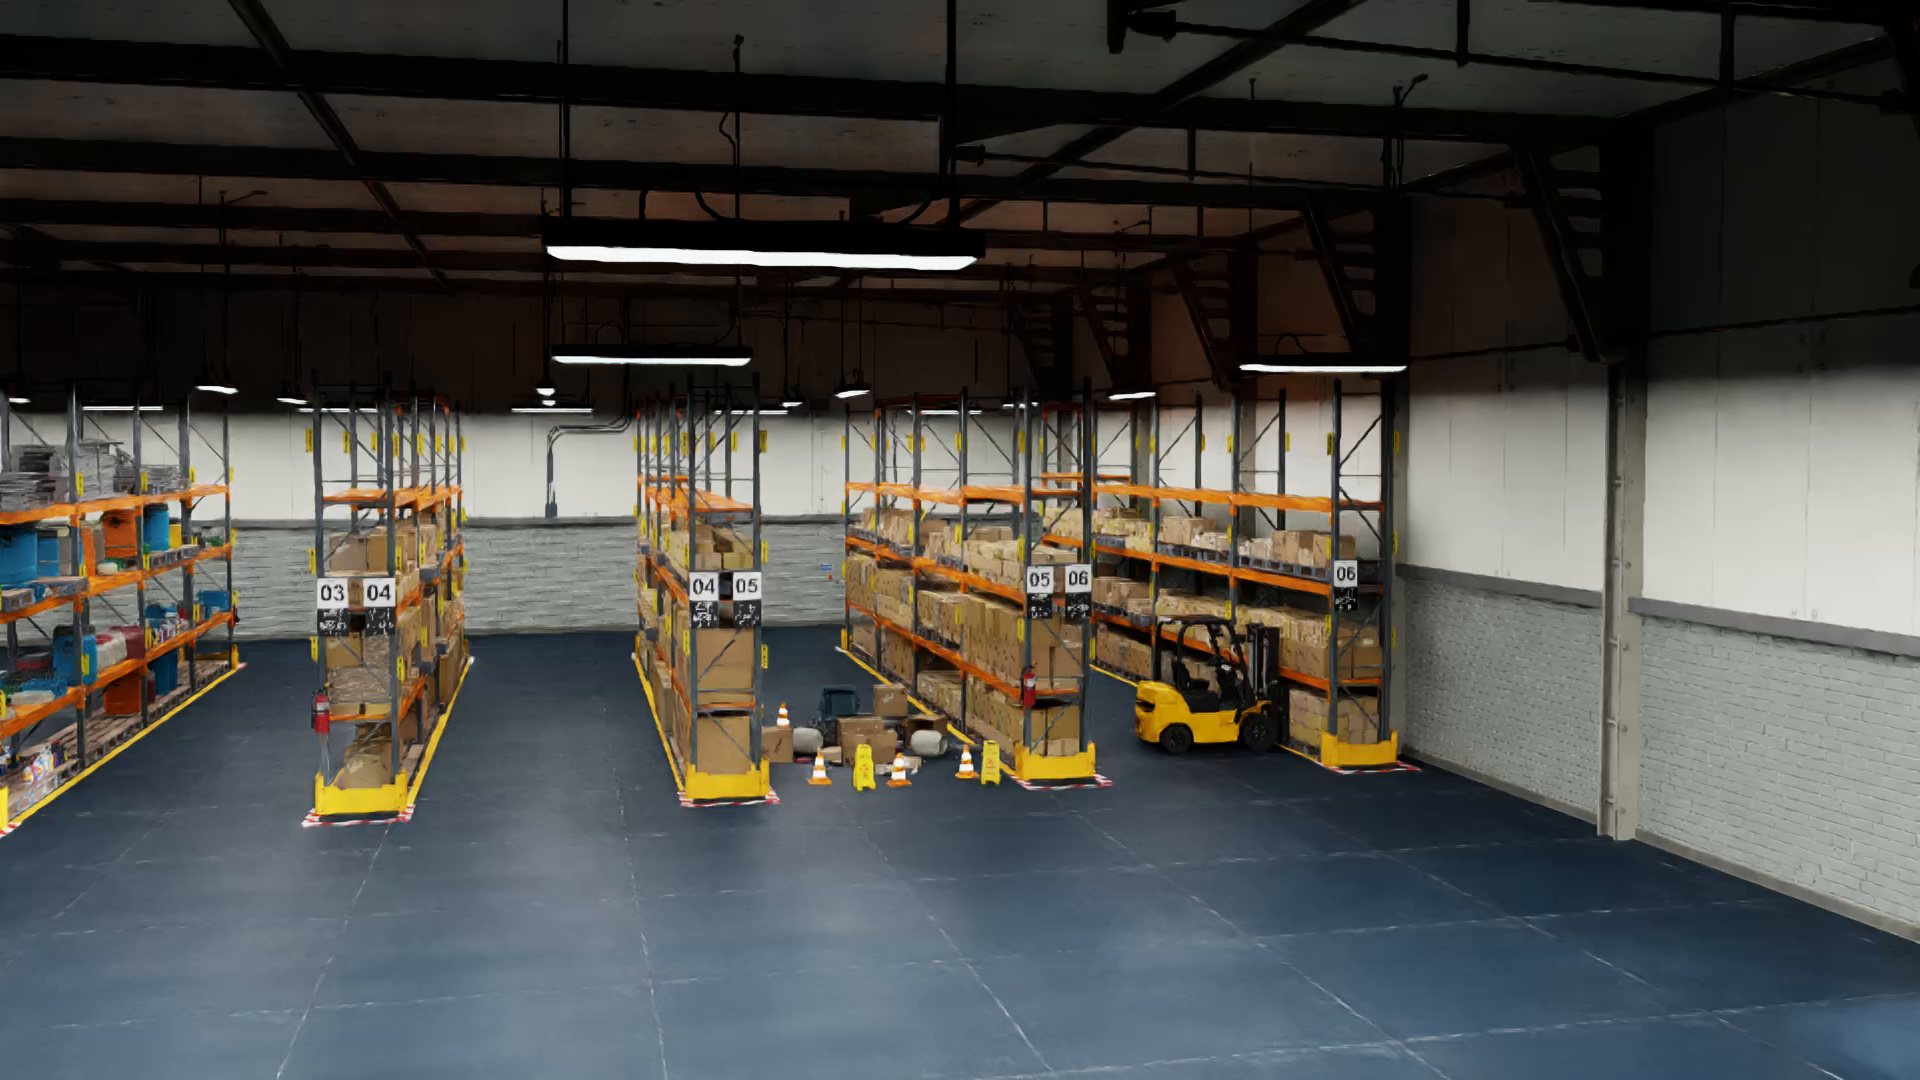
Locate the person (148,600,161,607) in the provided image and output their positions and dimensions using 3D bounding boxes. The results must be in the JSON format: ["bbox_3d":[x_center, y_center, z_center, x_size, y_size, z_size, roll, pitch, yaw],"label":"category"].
[{"bbox_3d":[-17.199,2.113,35.500,0.549,1.665,0.653,0,3,-8],"label":"person"}]
